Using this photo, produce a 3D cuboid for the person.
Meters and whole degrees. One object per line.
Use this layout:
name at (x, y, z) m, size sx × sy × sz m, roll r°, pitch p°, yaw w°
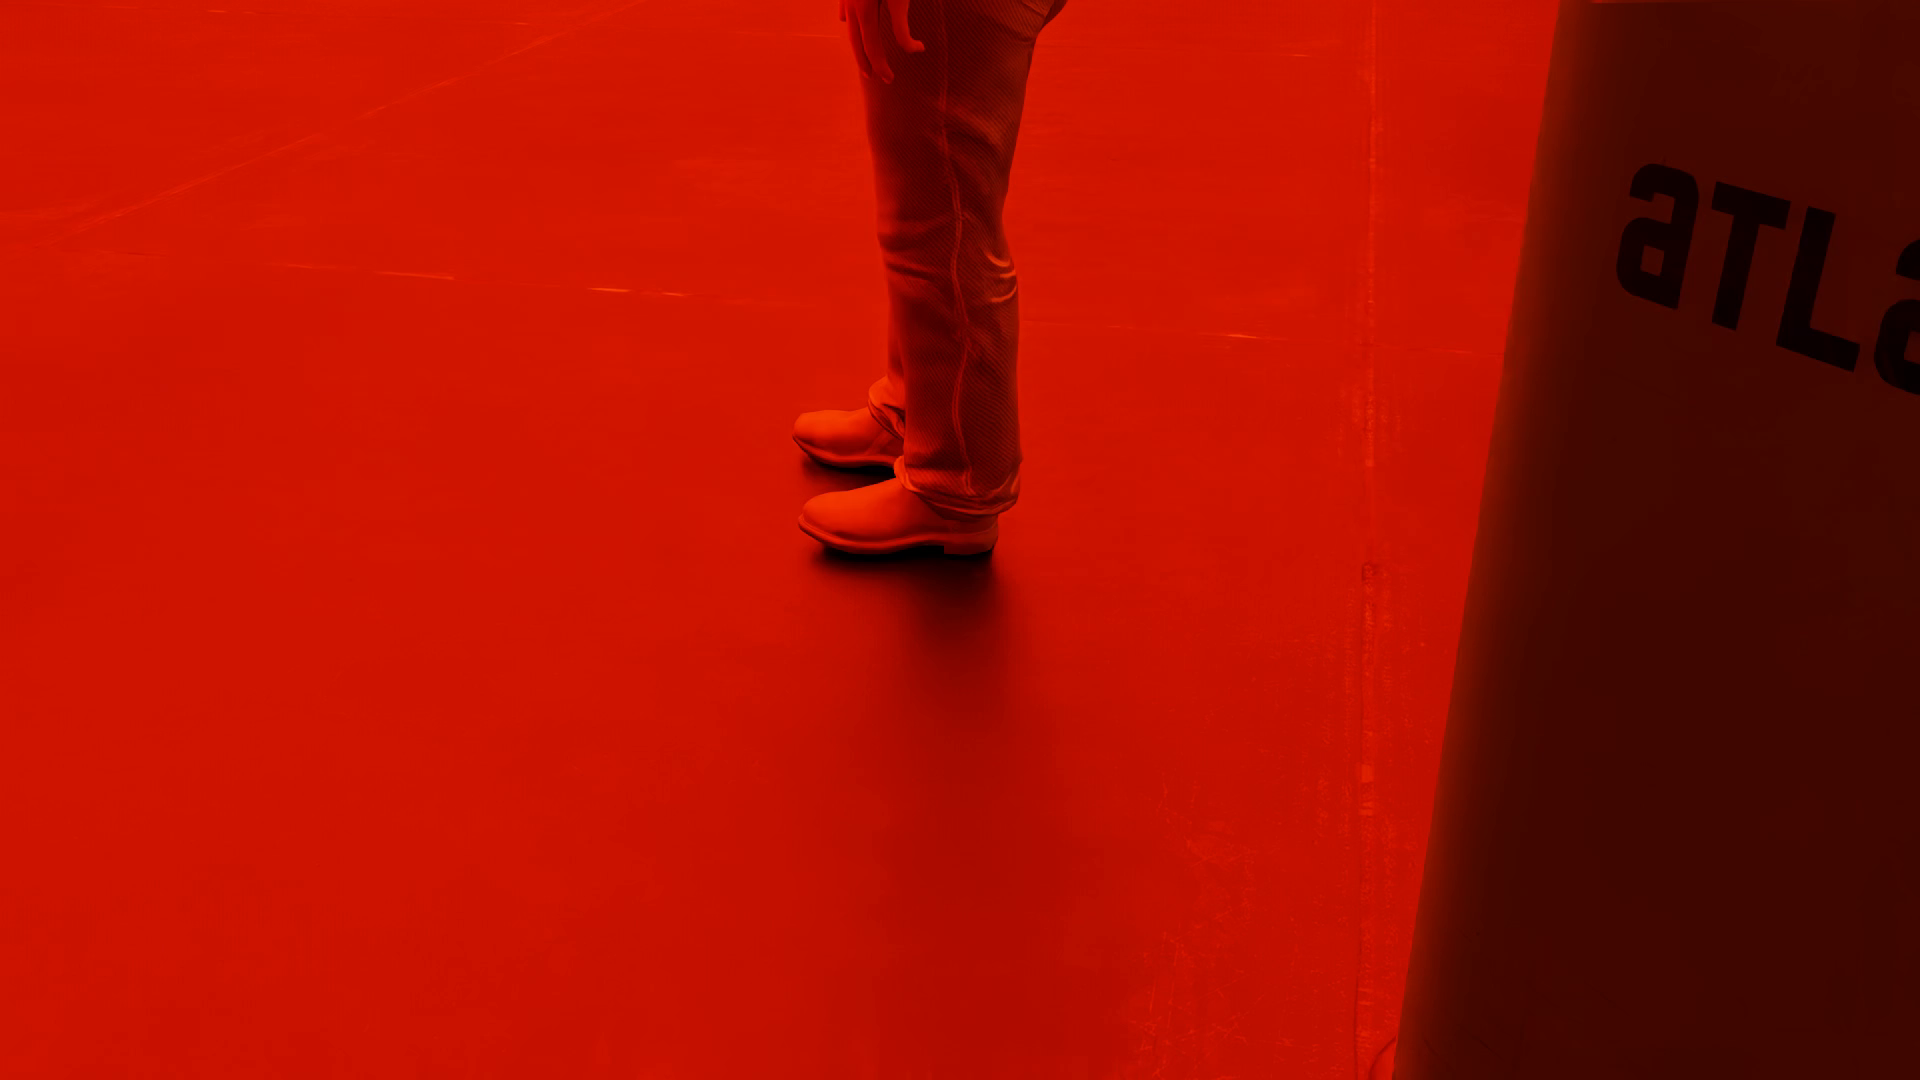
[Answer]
person at (-0.058, -0.808, 2.116) m, size 0.568 × 1.773 × 0.632 m, roll 6°, pitch 27°, yaw 11°
